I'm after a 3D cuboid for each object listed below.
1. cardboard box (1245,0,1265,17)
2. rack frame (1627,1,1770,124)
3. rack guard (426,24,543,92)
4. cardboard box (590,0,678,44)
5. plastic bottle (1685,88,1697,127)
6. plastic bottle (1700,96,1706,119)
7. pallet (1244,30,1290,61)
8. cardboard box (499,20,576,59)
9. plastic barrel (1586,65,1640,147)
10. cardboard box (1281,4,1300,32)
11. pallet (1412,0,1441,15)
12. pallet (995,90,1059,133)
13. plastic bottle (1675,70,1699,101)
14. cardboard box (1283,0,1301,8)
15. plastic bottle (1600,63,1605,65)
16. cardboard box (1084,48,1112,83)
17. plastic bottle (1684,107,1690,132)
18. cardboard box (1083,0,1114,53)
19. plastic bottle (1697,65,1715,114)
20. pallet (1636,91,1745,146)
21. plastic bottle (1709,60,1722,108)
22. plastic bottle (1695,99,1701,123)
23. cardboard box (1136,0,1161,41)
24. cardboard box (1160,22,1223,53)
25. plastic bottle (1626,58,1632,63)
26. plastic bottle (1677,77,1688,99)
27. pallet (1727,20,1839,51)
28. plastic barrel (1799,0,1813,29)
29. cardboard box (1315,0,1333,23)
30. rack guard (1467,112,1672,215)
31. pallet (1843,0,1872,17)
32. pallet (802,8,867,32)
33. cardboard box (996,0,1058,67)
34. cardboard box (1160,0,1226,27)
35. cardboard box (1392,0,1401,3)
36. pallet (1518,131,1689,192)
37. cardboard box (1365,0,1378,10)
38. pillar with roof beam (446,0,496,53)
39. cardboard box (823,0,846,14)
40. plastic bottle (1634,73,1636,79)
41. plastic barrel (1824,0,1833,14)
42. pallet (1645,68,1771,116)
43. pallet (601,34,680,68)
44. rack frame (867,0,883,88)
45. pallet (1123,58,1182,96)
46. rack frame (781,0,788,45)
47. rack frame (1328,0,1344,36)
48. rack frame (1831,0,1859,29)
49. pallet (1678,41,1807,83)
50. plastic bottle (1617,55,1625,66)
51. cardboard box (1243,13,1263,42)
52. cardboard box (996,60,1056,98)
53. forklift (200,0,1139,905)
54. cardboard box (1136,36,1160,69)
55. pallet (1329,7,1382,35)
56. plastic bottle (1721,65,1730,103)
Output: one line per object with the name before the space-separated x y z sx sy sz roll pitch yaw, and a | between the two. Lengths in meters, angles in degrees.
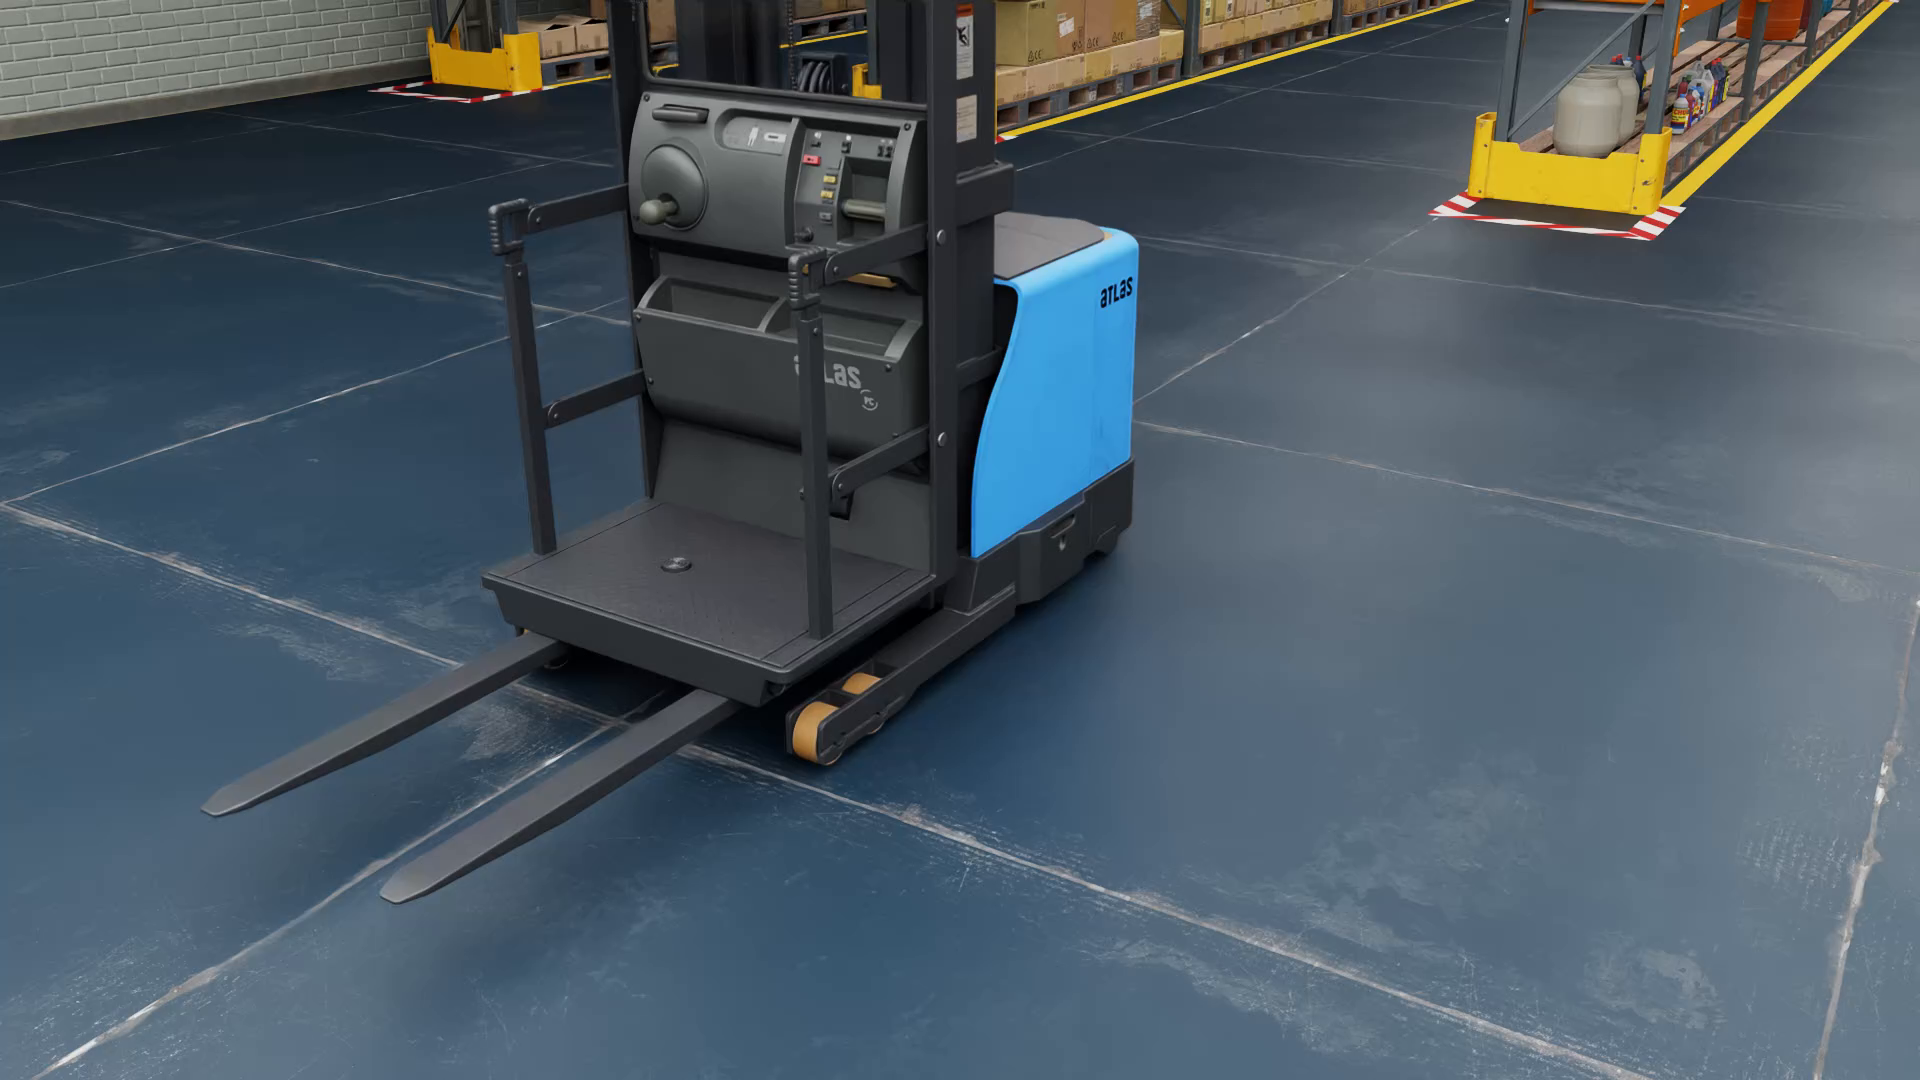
cardboard box | 2.805 -5.564 17.053 0.500 0.311 0.500 13 27 27
rack frame | 6.041 -4.906 13.308 1.000 3.000 0.127 14 27 29
rack guard | -4.446 -4.511 15.541 1.175 0.500 0.348 14 27 29
cardboard box | -3.314 -5.331 16.882 0.700 0.500 0.500 12 26 26
plastic bottle | 5.333 -3.168 12.174 0.097 0.271 0.097 0 23 0
plastic bottle | 5.546 -3.273 12.503 0.097 0.201 0.097 0 23 0
pallet | 2.833 -5.336 17.811 1.003 0.211 1.213 14 27 29
cardboard box | -4.045 -4.815 15.928 0.500 0.311 0.500 11 26 23
plastic barrel | 4.477 -3.015 11.541 0.421 0.512 0.421 0 23 0
cardboard box | 3.337 -5.654 17.968 0.500 0.250 0.500 15 27 30
pallet | 5.657 -7.084 21.847 1.003 0.211 1.213 14 27 29
pallet | 0.092 -3.583 13.761 1.003 0.211 1.213 14 27 29
plastic bottle | 5.705 -3.538 13.022 0.152 0.276 0.135 14 27 29
cardboard box | 3.340 -5.909 17.851 0.500 0.311 0.500 14 27 29
plastic bottle | 4.939 -3.500 12.840 0.144 0.351 0.185 14 27 29
cardboard box | 0.989 -4.167 14.532 0.500 0.250 0.500 14 27 29
plastic bottle | 5.206 -3.056 12.001 0.097 0.201 0.097 0 23 0
cardboard box | 0.990 -4.511 14.383 0.500 0.500 0.500 14 27 29
plastic bottle | 5.674 -3.441 12.704 0.144 0.351 0.185 14 27 29
pallet | 5.651 -3.409 13.358 1.003 0.211 1.213 14 27 29
plastic bottle | 5.845 -3.550 12.956 0.144 0.351 0.185 12 26 26
plastic bottle | 5.438 -3.204 12.343 0.097 0.201 0.097 0 23 0
cardboard box | 1.502 -4.852 15.171 0.500 0.500 0.500 14 27 29
cardboard box | 2.258 -4.961 16.366 0.500 0.250 0.500 13 27 28
plastic bottle | 5.500 -3.841 13.726 0.097 0.271 0.097 0 23 0
plastic bottle | 5.494 -3.378 12.643 0.061 0.283 0.133 14 27 29
pallet | 9.175 -5.662 18.563 1.003 0.211 1.213 14 27 29
plastic barrel | 8.990 -5.892 18.092 0.600 0.588 0.708 14 27 29
cardboard box | 3.874 -5.998 18.762 0.500 0.250 0.500 15 27 30
rack guard | 3.931 -2.445 10.768 1.175 0.500 0.348 14 27 29
pallet | 11.258 -6.997 21.646 1.003 0.211 1.213 14 27 29
pallet | -1.324 -6.379 20.220 1.003 0.211 1.213 14 27 29
cardboard box | 0.458 -4.174 13.605 0.500 0.500 0.500 14 27 29
cardboard box | 2.264 -5.221 16.262 0.500 0.311 0.500 14 27 29
cardboard box | 5.238 -6.968 20.662 0.500 0.500 0.500 13 27 27
pallet | 4.364 -2.585 11.456 1.003 0.211 1.213 14 27 29
cardboard box | 4.699 -6.622 19.864 0.500 0.500 0.500 13 27 27
pillar with roof beam | -1.194 -7.901 12.674 9.100 9.000 0.400 14 27 29
cardboard box | -1.772 -6.474 19.522 0.700 0.500 0.500 13 27 28
plastic bottle | 5.288 -3.597 13.163 0.097 0.271 0.097 0 23 0
plastic barrel | 9.959 -6.656 19.463 0.600 0.901 0.708 14 27 29
pallet | 6.422 -3.900 14.493 1.003 0.211 1.213 14 27 29
pallet | -3.343 -5.055 17.162 1.003 0.211 1.213 14 27 29
rack frame | -0.275 -4.596 12.590 1.000 3.000 0.127 14 27 29
pallet | 1.379 -4.406 15.663 1.003 0.211 1.213 14 27 29
rack frame | -2.376 -6.983 18.104 1.000 3.000 0.127 14 27 29
rack frame | 3.944 -7.296 18.827 1.000 3.000 0.127 14 27 29
rack frame | 10.261 -7.606 19.545 1.000 3.000 0.127 14 27 29
pallet | 7.709 -4.723 16.395 1.003 0.211 1.213 14 27 29
plastic bottle | 5.262 -3.707 13.318 0.144 0.351 0.185 15 27 30
cardboard box | 2.799 -5.308 17.169 0.500 0.250 0.500 13 27 27
cardboard box | 0.457 -3.830 13.755 0.500 0.250 0.500 14 27 29
forklift | -0.630 -0.964 4.288 1.130 2.935 3.031 14 27 30
cardboard box | 1.503 -4.508 15.319 0.500 0.250 0.500 14 27 29
pallet | 4.370 -6.260 19.945 1.003 0.211 1.213 14 27 29
plastic bottle | 6.067 -3.630 13.225 0.061 0.283 0.133 15 28 32
